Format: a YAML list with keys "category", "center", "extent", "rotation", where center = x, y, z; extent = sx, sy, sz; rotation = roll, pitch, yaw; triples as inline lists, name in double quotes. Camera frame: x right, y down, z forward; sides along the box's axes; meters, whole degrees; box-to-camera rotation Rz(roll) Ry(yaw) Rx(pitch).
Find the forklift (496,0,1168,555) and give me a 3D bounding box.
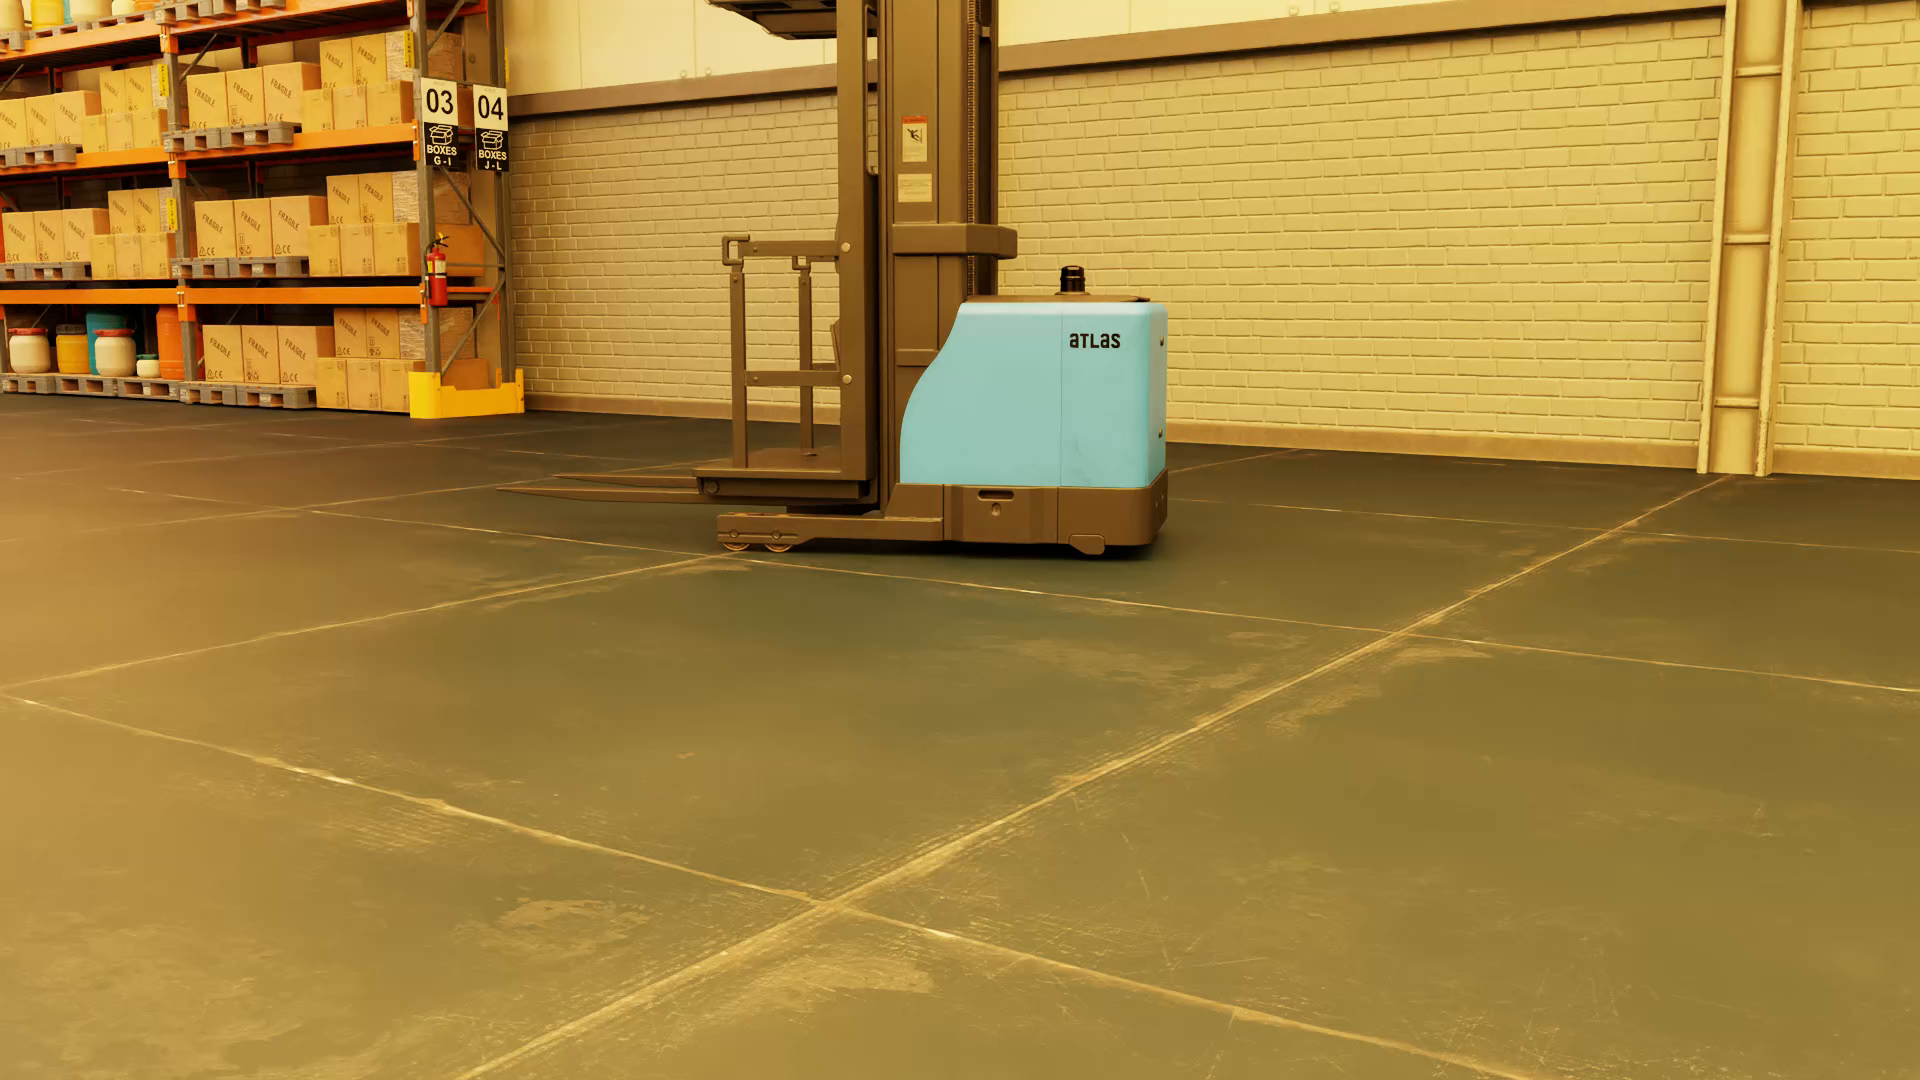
- category: "forklift"
  center: [-0.596, -1.469, 7.520]
  extent: [3.031, 2.935, 1.130]
  rotation: [2, 8, 12]
